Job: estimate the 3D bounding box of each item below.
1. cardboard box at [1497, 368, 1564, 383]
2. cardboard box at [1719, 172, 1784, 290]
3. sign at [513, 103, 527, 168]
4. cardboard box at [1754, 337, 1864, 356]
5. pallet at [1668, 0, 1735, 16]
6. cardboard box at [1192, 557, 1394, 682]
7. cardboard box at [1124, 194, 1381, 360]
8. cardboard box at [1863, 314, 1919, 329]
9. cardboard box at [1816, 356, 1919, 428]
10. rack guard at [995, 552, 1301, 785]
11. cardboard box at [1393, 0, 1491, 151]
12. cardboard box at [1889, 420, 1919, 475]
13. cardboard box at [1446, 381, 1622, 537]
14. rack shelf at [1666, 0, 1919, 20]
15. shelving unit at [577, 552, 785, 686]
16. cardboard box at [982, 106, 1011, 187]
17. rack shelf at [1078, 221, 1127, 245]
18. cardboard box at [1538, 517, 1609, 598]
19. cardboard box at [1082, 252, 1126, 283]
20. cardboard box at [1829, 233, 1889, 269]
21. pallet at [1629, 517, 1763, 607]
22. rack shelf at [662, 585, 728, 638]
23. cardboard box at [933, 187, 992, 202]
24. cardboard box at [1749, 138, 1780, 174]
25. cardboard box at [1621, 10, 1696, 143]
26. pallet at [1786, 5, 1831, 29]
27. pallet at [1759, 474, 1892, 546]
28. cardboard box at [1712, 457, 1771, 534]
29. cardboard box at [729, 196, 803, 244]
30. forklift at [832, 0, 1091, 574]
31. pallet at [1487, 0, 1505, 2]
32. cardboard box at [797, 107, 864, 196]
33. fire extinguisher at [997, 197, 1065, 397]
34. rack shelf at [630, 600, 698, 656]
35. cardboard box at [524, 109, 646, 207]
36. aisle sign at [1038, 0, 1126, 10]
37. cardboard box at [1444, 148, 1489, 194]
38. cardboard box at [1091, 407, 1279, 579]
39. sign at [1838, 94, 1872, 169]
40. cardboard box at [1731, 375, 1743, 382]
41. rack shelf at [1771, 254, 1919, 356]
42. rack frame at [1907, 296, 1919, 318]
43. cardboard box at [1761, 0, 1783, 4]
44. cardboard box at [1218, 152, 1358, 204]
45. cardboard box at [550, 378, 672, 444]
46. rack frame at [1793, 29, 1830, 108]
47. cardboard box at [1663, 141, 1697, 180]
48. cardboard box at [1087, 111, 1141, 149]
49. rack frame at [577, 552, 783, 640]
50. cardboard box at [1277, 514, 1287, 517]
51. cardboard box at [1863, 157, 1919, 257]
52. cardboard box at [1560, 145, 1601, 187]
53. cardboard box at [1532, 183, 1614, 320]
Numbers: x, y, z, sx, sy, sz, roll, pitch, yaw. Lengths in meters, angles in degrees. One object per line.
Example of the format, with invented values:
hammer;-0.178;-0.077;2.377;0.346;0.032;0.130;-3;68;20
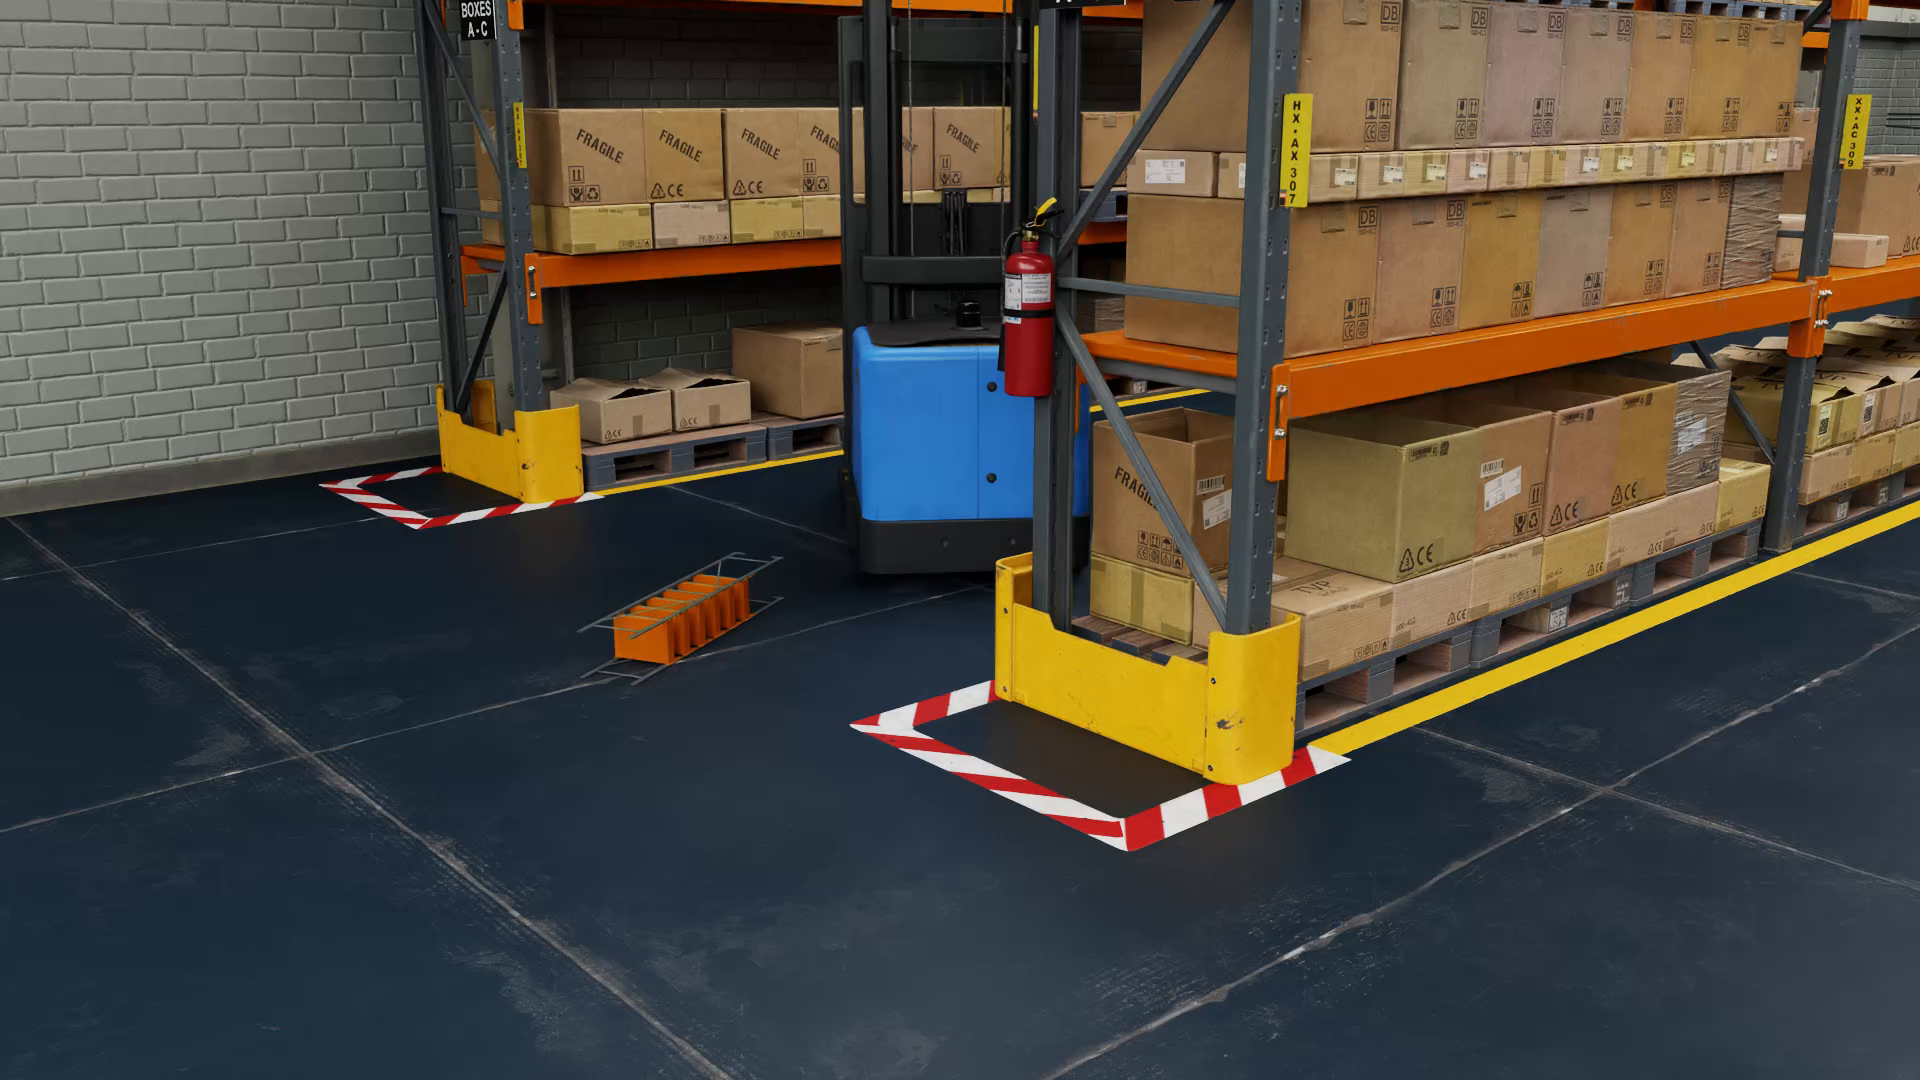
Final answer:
cardboard box;2.342;-0.532;7.491;0.500;0.500;0.500;-13;19;-39
cardboard box;3.321;-1.454;7.689;0.500;0.500;0.700;-13;20;-41
sign;-2.265;-2.081;8.552;0.005;0.325;0.100;-13;19;-39
cardboard box;4.916;-1.010;9.647;0.500;0.311;0.500;-13;20;-40
pallet;7.056;-5.344;16.805;1.213;0.211;1.003;-13;19;-39
cardboard box;1.184;0.273;5.929;0.500;0.250;0.500;-13;19;-39
cardboard box;0.994;-0.930;5.725;0.500;0.500;0.700;-13;19;-39
cardboard box;6.081;-1.274;10.635;0.500;0.311;0.500;-12;19;-38
cardboard box;4.897;-0.821;8.939;0.500;0.311;0.500;-14;20;-41
rack guard;0.616;0.407;5.758;0.348;0.500;1.175;-13;19;-39
cardboard box;1.427;-1.656;5.928;0.500;0.500;0.700;-13;20;-41
cardboard box;4.894;-0.552;9.017;0.500;0.250;0.500;-13;20;-41
cardboard box;2.318;-0.343;6.782;0.500;0.500;0.500;-13;19;-39
rack shelf;5.160;-2.923;8.962;4.000;0.370;1.077;-13;19;-39
shelving unit;-1.102;0.299;6.756;0.258;0.189;1.200;6;16;21
cardboard box;0.243;-2.605;10.990;0.500;0.500;0.500;-13;20;-39
rack shelf;1.905;-2.438;12.957;4.000;0.370;1.077;-13;19;-39
cardboard box;2.317;0.019;6.880;0.500;0.250;0.500;-13;19;-39
cardboard box;1.271;-2.017;12.525;0.500;0.250;0.500;-13;20;-41
cardboard box;4.454;-1.471;8.433;0.250;0.149;0.380;-13;19;-39
pallet;3.024;-0.009;7.874;1.213;0.211;1.003;-13;19;-39
rack shelf;-1.085;0.288;6.796;0.258;0.180;0.103;6;16;21
cardboard box;-0.143;-2.161;10.781;0.500;0.250;0.500;-13;19;-39
cardboard box;3.399;-1.715;7.407;0.250;0.149;0.380;-13;20;-41
cardboard box;2.562;-1.911;6.883;0.500;0.500;0.700;-13;20;-39
pallet;8.896;-5.758;18.352;1.213;0.211;1.003;-13;19;-39
pallet;4.181;-0.268;8.843;1.213;0.211;1.003;-13;19;-39
cardboard box;3.445;-0.236;7.835;0.500;0.250;0.500;-13;19;-39
cardboard box;-1.274;-1.903;9.812;0.500;0.250;0.500;-13;20;-40
forklift;-0.079;-1.593;8.534;1.130;2.935;3.031;-2;15;-6
pallet;3.865;-4.601;14.217;1.003;0.211;1.213;-12;19;-37
cardboard box;-0.909;-2.348;10.028;0.500;0.500;0.500;-12;19;-38
fire extinguisher;0.240;-0.838;5.724;0.183;0.674;0.296;-13;19;-39
rack shelf;-1.174;0.346;6.581;0.258;0.180;0.103;6;16;21
cardboard box;-2.063;-2.091;9.063;0.500;0.500;0.500;-13;19;-39
aisle sign;0.391;-2.107;5.288;0.004;0.787;0.394;-13;19;-39
cardboard box;1.649;-1.321;5.931;0.250;0.149;0.380;-13;20;-40
cardboard box;0.843;-0.190;6.212;0.500;0.500;0.500;-13;19;-39
sign;4.017;-1.831;7.462;0.005;0.325;0.100;-13;19;-39
cardboard box;3.769;-0.752;8.682;0.500;0.311;0.500;-13;19;-39
rack shelf;5.160;-1.474;9.349;4.000;0.370;1.077;-13;19;-39
rack frame;6.669;-2.160;10.525;0.127;3.000;1.000;-13;19;-39
cardboard box;8.290;-5.754;17.449;0.500;0.250;0.500;-13;20;-41
cardboard box;1.071;-1.191;5.446;0.250;0.149;0.380;-13;20;-40
cardboard box;-2.040;-0.782;9.722;0.500;0.311;0.500;13;20;41
rack frame;9.449;-4.479;19.206;0.127;3.000;1.000;-13;19;-39
cardboard box;2.818;-1.584;6.918;0.250;0.149;0.380;-13;20;-40
cardboard box;1.229;-2.880;12.173;0.500;0.500;0.700;-10;18;-34
rack frame;-1.102;0.210;6.732;0.240;0.006;1.200;6;16;21
cardboard box;1.590;0.000;6.951;0.500;0.250;0.500;-13;19;-39
cardboard box;5.017;-1.832;9.102;0.500;0.500;0.500;-13;19;-39
cardboard box;2.231;-1.451;6.420;0.250;0.149;0.380;-12;19;-39
cardboard box;2.160;-1.193;6.709;0.500;0.500;0.700;-12;19;-38
